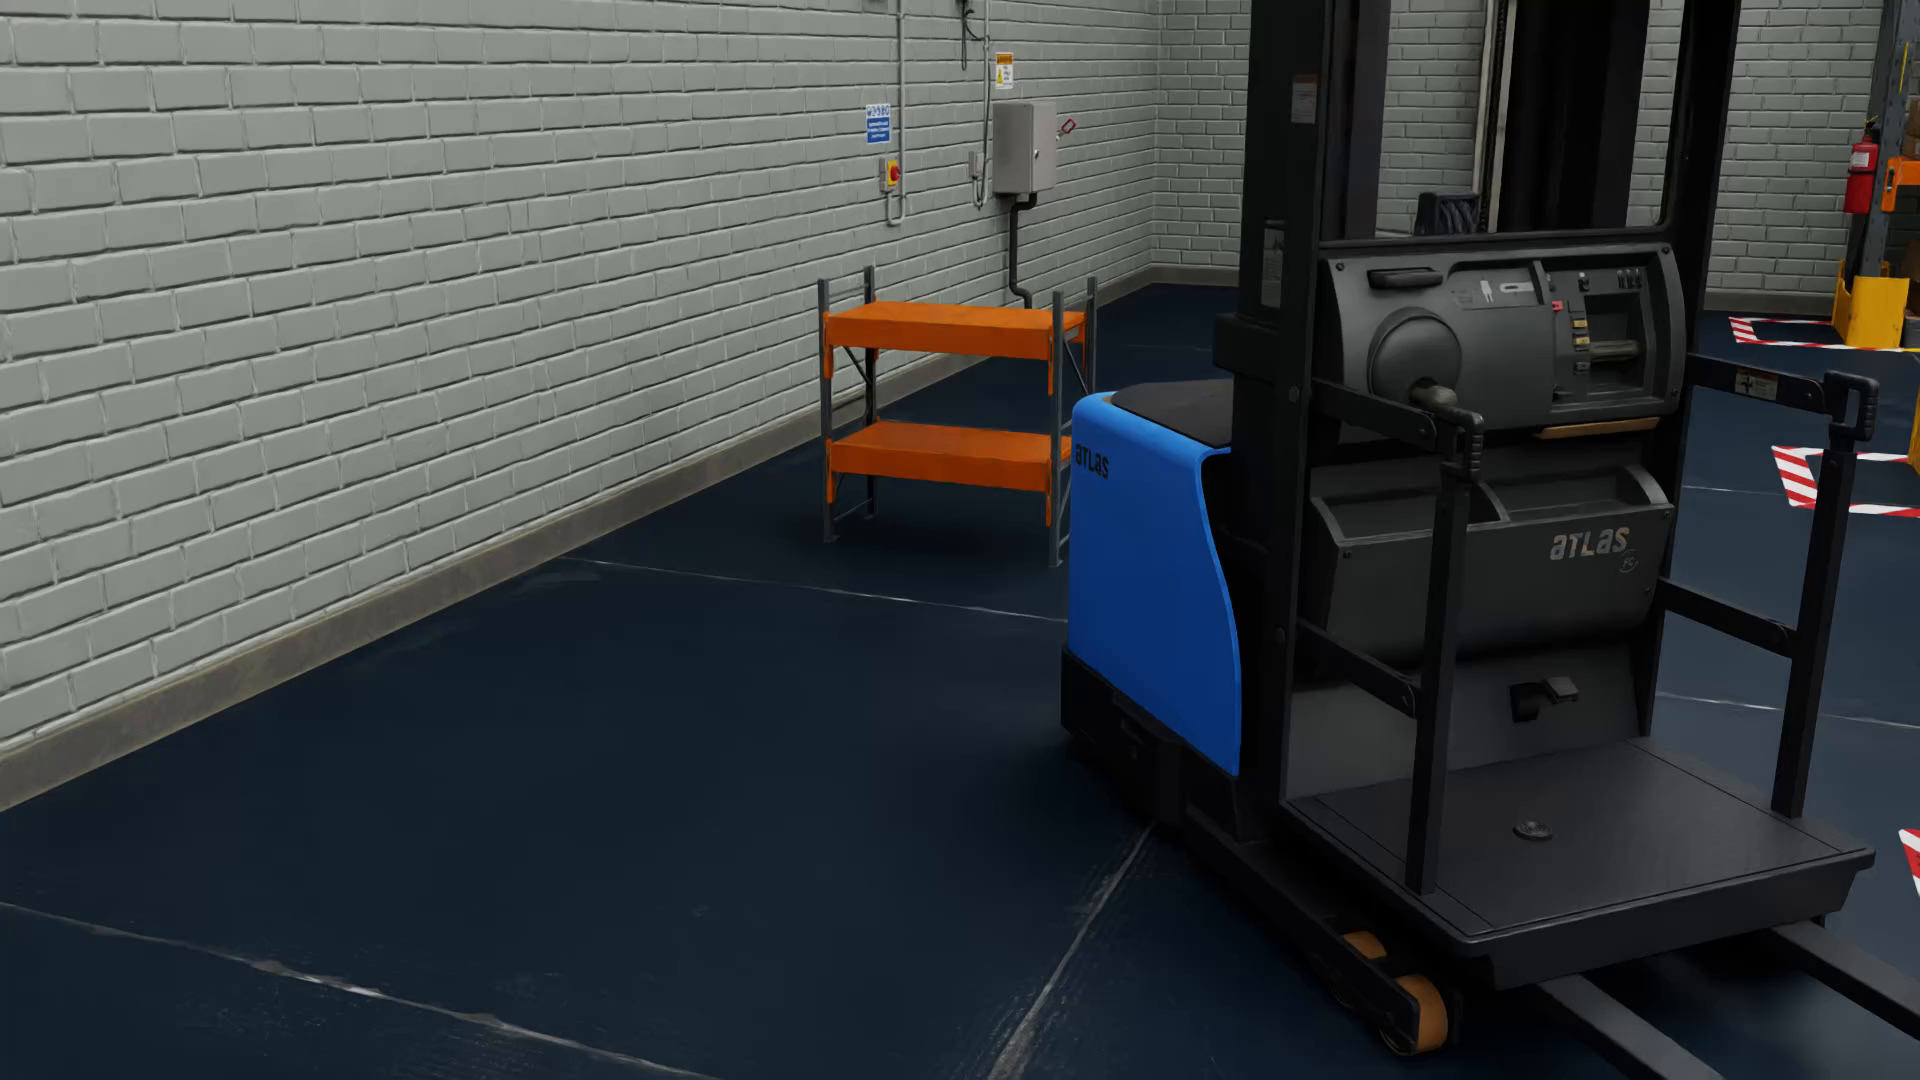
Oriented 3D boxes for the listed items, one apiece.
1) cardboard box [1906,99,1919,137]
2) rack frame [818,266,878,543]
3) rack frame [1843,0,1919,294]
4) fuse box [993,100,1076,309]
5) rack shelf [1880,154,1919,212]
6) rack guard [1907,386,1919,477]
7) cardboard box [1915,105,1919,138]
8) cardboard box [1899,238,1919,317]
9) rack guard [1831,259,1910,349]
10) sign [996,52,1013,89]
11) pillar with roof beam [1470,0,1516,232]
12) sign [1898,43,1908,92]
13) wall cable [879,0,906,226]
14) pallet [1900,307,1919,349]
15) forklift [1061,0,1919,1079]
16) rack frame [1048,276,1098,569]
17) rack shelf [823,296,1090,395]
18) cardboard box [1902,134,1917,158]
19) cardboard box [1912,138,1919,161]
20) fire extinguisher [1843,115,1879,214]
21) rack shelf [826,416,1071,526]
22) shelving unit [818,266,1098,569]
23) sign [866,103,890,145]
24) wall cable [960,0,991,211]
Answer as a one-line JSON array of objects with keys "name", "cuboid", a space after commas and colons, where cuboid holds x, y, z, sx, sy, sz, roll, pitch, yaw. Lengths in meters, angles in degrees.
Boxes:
[{"name": "cardboard box", "cuboid": [7.206, -3.066, 12.089, 0.500, 0.250, 0.500, 7, 18, 22]}, {"name": "rack frame", "cuboid": [-0.479, -0.593, 7.198, 0.032, 1.125, 0.500, 6, 17, 21]}, {"name": "rack frame", "cuboid": [6.681, -2.973, 12.035, 0.127, 3.000, 1.000, 6, 17, 21]}, {"name": "fuse box", "cuboid": [0.515, -2.167, 11.570, 0.414, 1.711, 0.539, 6, 17, 21]}, {"name": "rack shelf", "cuboid": [8.541, -2.423, 11.430, 4.000, 0.370, 1.077, 6, 17, 21]}, {"name": "rack guard", "cuboid": [4.840, -0.487, 7.956, 0.348, 0.500, 1.175, 6, 17, 21]}, {"name": "cardboard box", "cuboid": [7.004, -2.928, 11.614, 0.500, 0.250, 0.500, 6, 17, 21]}, {"name": "cardboard box", "cuboid": [7.215, -1.889, 12.024, 0.637, 0.503, 0.797, 6, 17, 18]}, {"name": "rack guard", "cuboid": [6.751, -1.765, 12.357, 0.348, 0.500, 1.175, 6, 17, 21]}, {"name": "sign", "cuboid": [0.302, -3.190, 11.299, 0.001, 0.242, 0.339, 6, 17, 21]}, {"name": "pillar with roof beam", "cuboid": [2.923, -5.247, 9.108, 0.400, 9.000, 9.100, 6, 17, 21]}, {"name": "sign", "cuboid": [6.482, -3.248, 11.429, 0.005, 0.325, 0.100, 6, 17, 21]}, {"name": "wall cable", "cuboid": [-0.391, -2.759, 9.419, 0.123, 1.953, 0.585, 6, 17, 21]}, {"name": "pallet", "cuboid": [7.493, -1.545, 12.117, 1.213, 0.211, 1.003, 6, 17, 21]}, {"name": "forklift", "cuboid": [1.307, -0.463, 3.512, 1.130, 2.935, 3.031, -6, 17, -20]}, {"name": "rack frame", "cuboid": [0.467, -0.489, 6.840, 0.032, 1.125, 0.500, 6, 17, 21]}, {"name": "rack shelf", "cuboid": [-0.006, -0.822, 6.938, 1.000, 0.278, 0.538, 6, 17, 21]}, {"name": "cardboard box", "cuboid": [7.087, -2.888, 12.193, 0.250, 0.149, 0.380, 6, 17, 20]}, {"name": "cardboard box", "cuboid": [6.886, -2.748, 11.709, 0.250, 0.149, 0.380, 6, 17, 20]}, {"name": "fire extinguisher", "cuboid": [6.374, -2.652, 11.737, 0.183, 0.674, 0.296, 6, 17, 21]}, {"name": "rack shelf", "cuboid": [-0.006, -0.306, 7.087, 1.000, 0.278, 0.538, 6, 17, 21]}, {"name": "shelving unit", "cuboid": [-0.006, -0.541, 7.019, 1.048, 1.125, 0.538, 6, 17, 21]}, {"name": "sign", "cuboid": [-0.466, -2.380, 9.506, 0.001, 0.218, 0.327, 6, 17, 21]}, {"name": "wall cable", "cuboid": [0.118, -3.113, 10.695, 0.122, 1.984, 0.588, 6, 17, 21]}]
